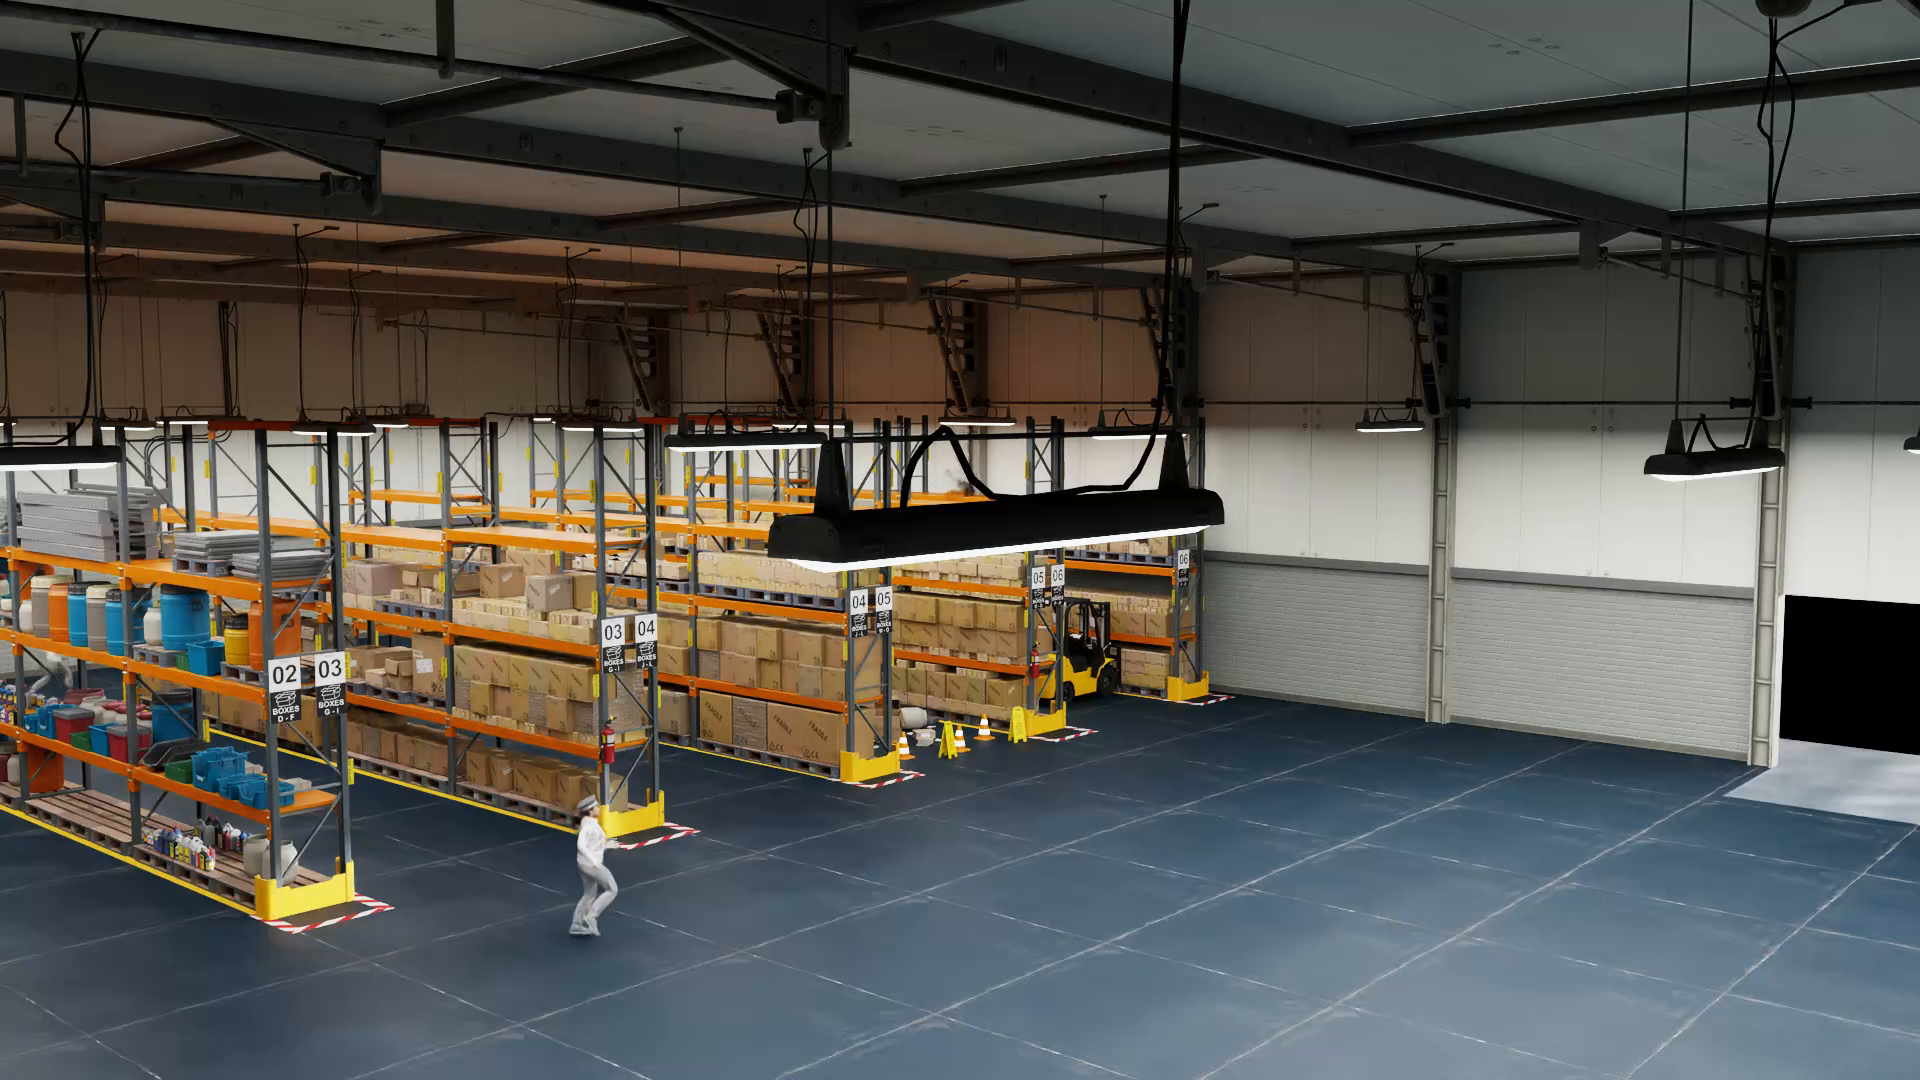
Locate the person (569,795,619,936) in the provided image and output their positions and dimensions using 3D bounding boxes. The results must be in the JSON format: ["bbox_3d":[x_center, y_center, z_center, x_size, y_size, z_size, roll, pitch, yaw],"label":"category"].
[{"bbox_3d":[-4.325,3.854,19.729,0.619,1.668,0.588,-2,5,-25],"label":"person"}]

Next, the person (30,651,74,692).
[{"bbox_3d":[-19.131,2.602,35.022,0.992,1.695,0.612,-3,6,-31],"label":"person"}]
